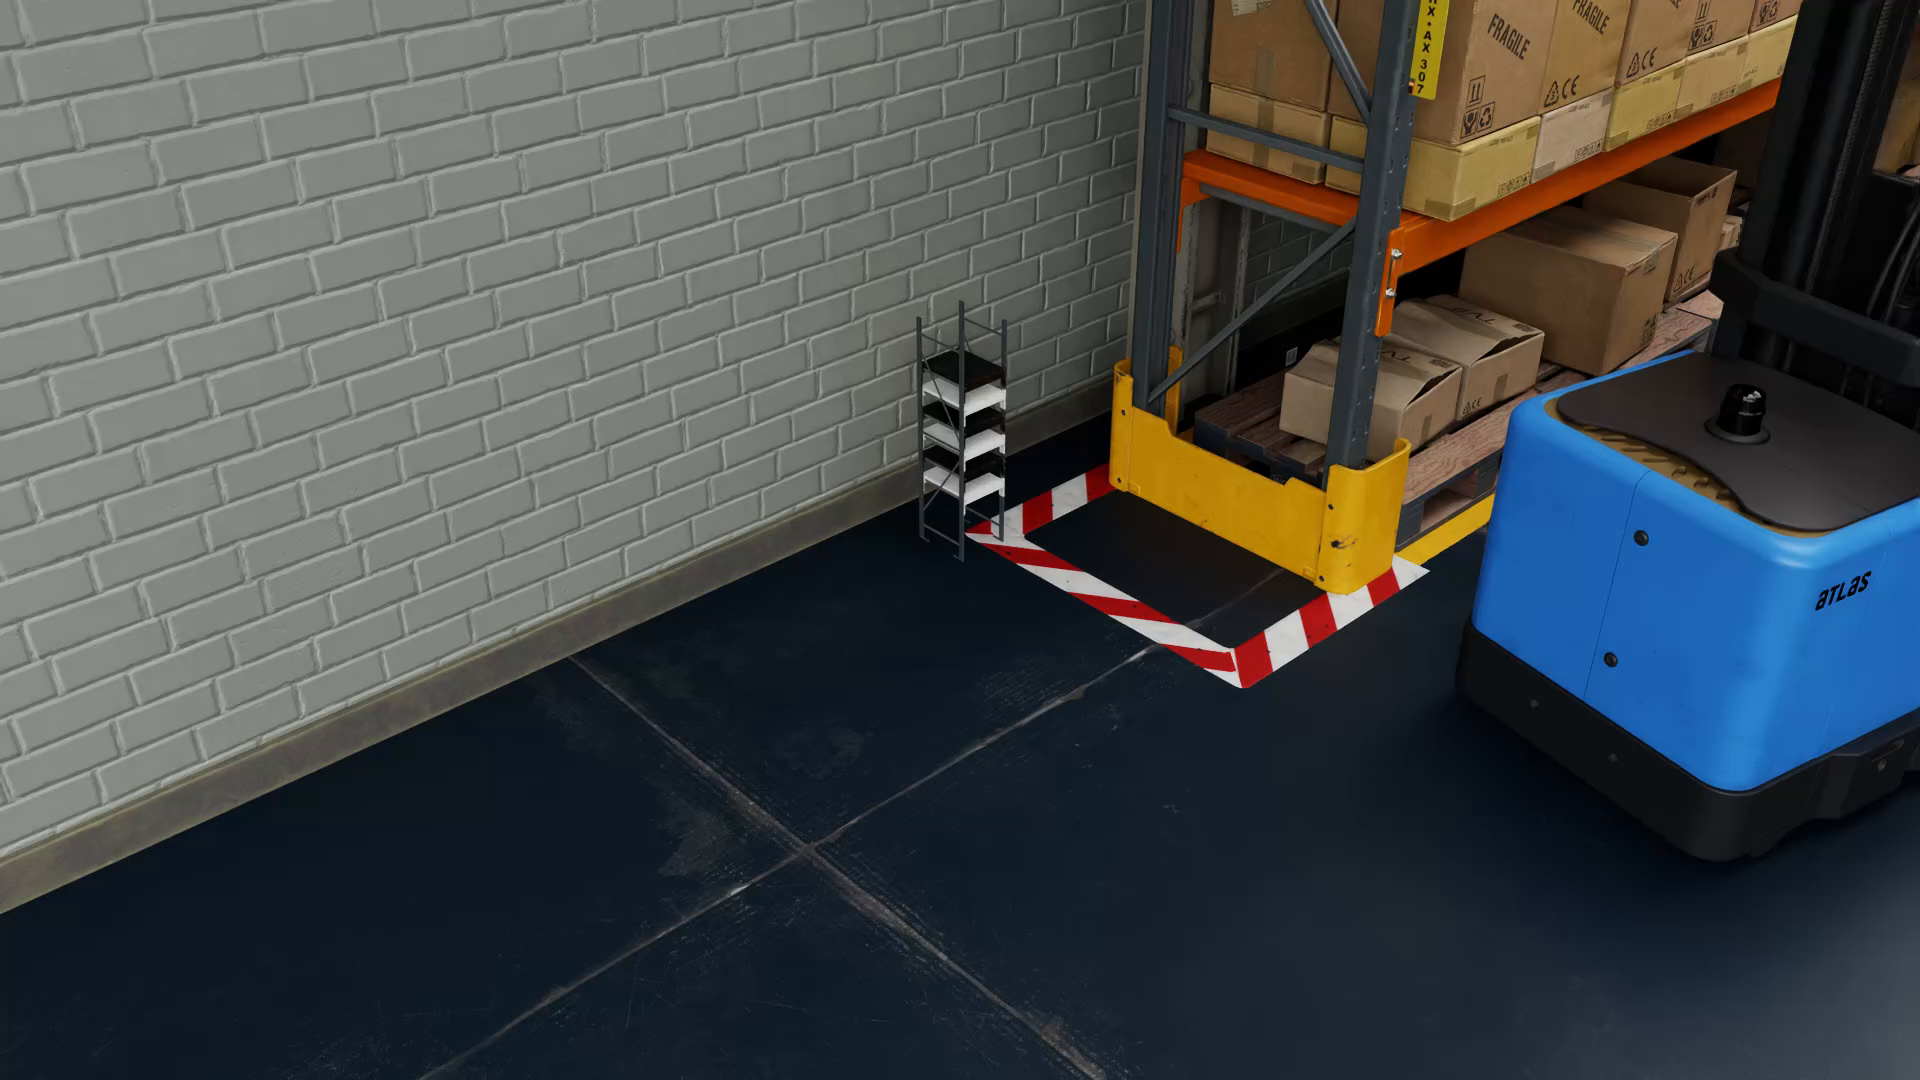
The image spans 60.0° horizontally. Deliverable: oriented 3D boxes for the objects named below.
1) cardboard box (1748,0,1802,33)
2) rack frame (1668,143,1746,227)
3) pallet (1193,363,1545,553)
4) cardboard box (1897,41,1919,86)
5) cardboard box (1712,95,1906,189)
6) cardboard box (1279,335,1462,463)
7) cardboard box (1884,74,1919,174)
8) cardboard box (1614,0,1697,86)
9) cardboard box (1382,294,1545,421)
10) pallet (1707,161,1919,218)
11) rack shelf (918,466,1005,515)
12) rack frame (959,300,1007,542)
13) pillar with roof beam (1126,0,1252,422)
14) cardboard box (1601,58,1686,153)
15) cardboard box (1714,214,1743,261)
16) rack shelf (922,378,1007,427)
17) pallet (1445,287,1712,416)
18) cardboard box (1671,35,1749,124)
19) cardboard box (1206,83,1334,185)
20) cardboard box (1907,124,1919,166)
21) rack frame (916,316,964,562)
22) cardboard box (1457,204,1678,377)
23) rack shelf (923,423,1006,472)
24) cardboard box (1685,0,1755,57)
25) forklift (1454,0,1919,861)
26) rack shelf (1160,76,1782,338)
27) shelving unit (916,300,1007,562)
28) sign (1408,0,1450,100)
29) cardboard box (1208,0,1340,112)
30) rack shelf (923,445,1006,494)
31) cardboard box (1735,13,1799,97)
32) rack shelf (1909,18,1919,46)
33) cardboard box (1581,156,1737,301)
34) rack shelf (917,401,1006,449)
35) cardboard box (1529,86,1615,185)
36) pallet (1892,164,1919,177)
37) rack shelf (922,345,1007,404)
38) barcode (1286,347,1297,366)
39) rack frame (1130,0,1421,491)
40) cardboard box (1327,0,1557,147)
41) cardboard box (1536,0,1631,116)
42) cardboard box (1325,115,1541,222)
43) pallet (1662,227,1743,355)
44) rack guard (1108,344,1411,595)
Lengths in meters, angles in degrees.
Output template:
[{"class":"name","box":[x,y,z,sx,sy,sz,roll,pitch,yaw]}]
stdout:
[{"class":"cardboard box","box":[3.091,-2.371,6.659,0.500,0.500,0.500,-27,41,-37]},{"class":"rack frame","box":[3.966,-2.747,7.866,0.127,3.000,1.000,-26,40,-35]},{"class":"pallet","box":[1.708,-0.440,6.767,1.213,0.211,1.003,-26,40,-35]},{"class":"cardboard box","box":[4.815,-2.613,8.903,0.500,0.250,0.500,-27,40,-36]},{"class":"cardboard box","box":[4.494,-2.135,8.841,0.500,0.500,0.700,-24,39,-34]},{"class":"cardboard box","box":[1.601,-0.579,6.478,0.500,0.311,0.500,24,39,34]},{"class":"cardboard box","box":[4.839,-2.338,9.172,0.500,0.500,0.700,-27,40,-36]},{"class":"cardboard box","box":[2.339,-1.999,6.050,0.500,0.500,0.500,-27,41,-37]},{"class":"cardboard box","box":[2.019,-0.782,6.809,0.500,0.311,0.500,-22,38,-32]},{"class":"pallet","box":[4.536,-1.834,9.046,1.213,0.211,1.003,-26,40,-35]},{"class":"rack shelf","box":[0.006,-0.205,6.131,0.200,0.077,0.258,-26,40,-35]},{"class":"rack frame","box":[0.080,-0.423,6.079,0.006,0.900,0.240,-26,40,-35]},{"class":"pillar with roof beam","box":[3.885,-2.820,2.235,0.400,9.000,9.100,-26,40,-35]},{"class":"cardboard box","box":[2.355,-1.692,6.266,0.500,0.250,0.500,-27,40,-36]},{"class":"cardboard box","box":[3.594,-1.524,8.162,0.380,0.166,0.250,23,38,33]},{"class":"rack shelf","box":[0.006,-0.512,5.943,0.200,0.077,0.258,-26,40,-35]},{"class":"pallet","box":[2.602,-0.870,7.471,1.213,0.211,1.003,-26,40,-35]},{"class":"cardboard box","box":[2.727,-1.871,6.558,0.500,0.250,0.500,-25,40,-35]},{"class":"cardboard box","box":[1.244,-1.512,5.973,0.500,0.250,0.500,-25,39,-35]},{"class":"cardboard box","box":[5.241,-2.503,9.443,0.500,0.500,0.700,-25,40,-35]},{"class":"rack frame","box":[-0.069,-0.351,5.961,0.006,0.900,0.240,-26,40,-35]},{"class":"cardboard box","box":[2.591,-1.103,7.154,0.700,0.500,0.500,26,40,36]},{"class":"rack shelf","box":[0.006,-0.358,6.037,0.200,0.077,0.258,-26,40,-35]},{"class":"cardboard box","box":[2.710,-2.187,6.356,0.500,0.500,0.500,-24,39,-34]},{"class":"forklift","box":[3.128,-0.903,4.917,3.031,2.935,1.130,-17,35,-25]},{"class":"rack shelf","box":[2.499,-1.730,6.894,4.000,0.370,1.077,-26,40,-35]},{"class":"shelving unit","box":[0.006,-0.387,6.020,0.210,0.900,0.258,-26,40,-35]},{"class":"sign","box":[1.402,-1.490,4.981,0.005,0.325,0.100,-26,40,-35]},{"class":"cardboard box","box":[1.234,-1.841,5.791,0.500,0.500,0.500,-26,40,-36]},{"class":"rack shelf","box":[0.006,-0.282,6.084,0.200,0.077,0.258,-26,40,-35]},{"class":"cardboard box","box":[3.095,-2.049,6.851,0.500,0.250,0.500,-26,40,-36]},{"class":"rack shelf","box":[5.432,-3.149,9.214,4.000,0.370,1.077,-26,40,-35]},{"class":"cardboard box","box":[3.232,-1.484,7.777,0.500,0.500,0.500,26,40,35]},{"class":"rack shelf","box":[0.006,-0.435,5.990,0.200,0.077,0.258,-26,40,-35]},{"class":"cardboard box","box":[1.977,-1.514,5.975,0.500,0.250,0.500,-27,41,-37]},{"class":"pallet","box":[5.431,-2.269,9.758,1.213,0.211,1.003,-26,40,-35]},{"class":"rack shelf","box":[0.006,-0.589,5.896,0.200,0.077,0.258,-26,40,-35]},{"class":"barcode","box":[1.343,-0.743,6.736,0.075,0.075,0.001,-26,40,-35]},{"class":"rack frame","box":[1.033,-1.328,5.546,0.127,3.000,1.000,-26,40,-35]},{"class":"cardboard box","box":[1.587,-1.647,5.473,0.500,0.500,0.500,-26,40,-35]},{"class":"cardboard box","box":[1.956,-1.818,5.754,0.500,0.500,0.500,-26,40,-35]},{"class":"cardboard box","box":[1.606,-1.324,5.665,0.500,0.250,0.500,-27,41,-37]},{"class":"pallet","box":[3.497,-1.305,8.182,1.213,0.211,1.003,-26,40,-35]},{"class":"rack guard","box":[1.088,-0.288,6.242,0.348,0.500,1.175,-26,40,-35]}]
